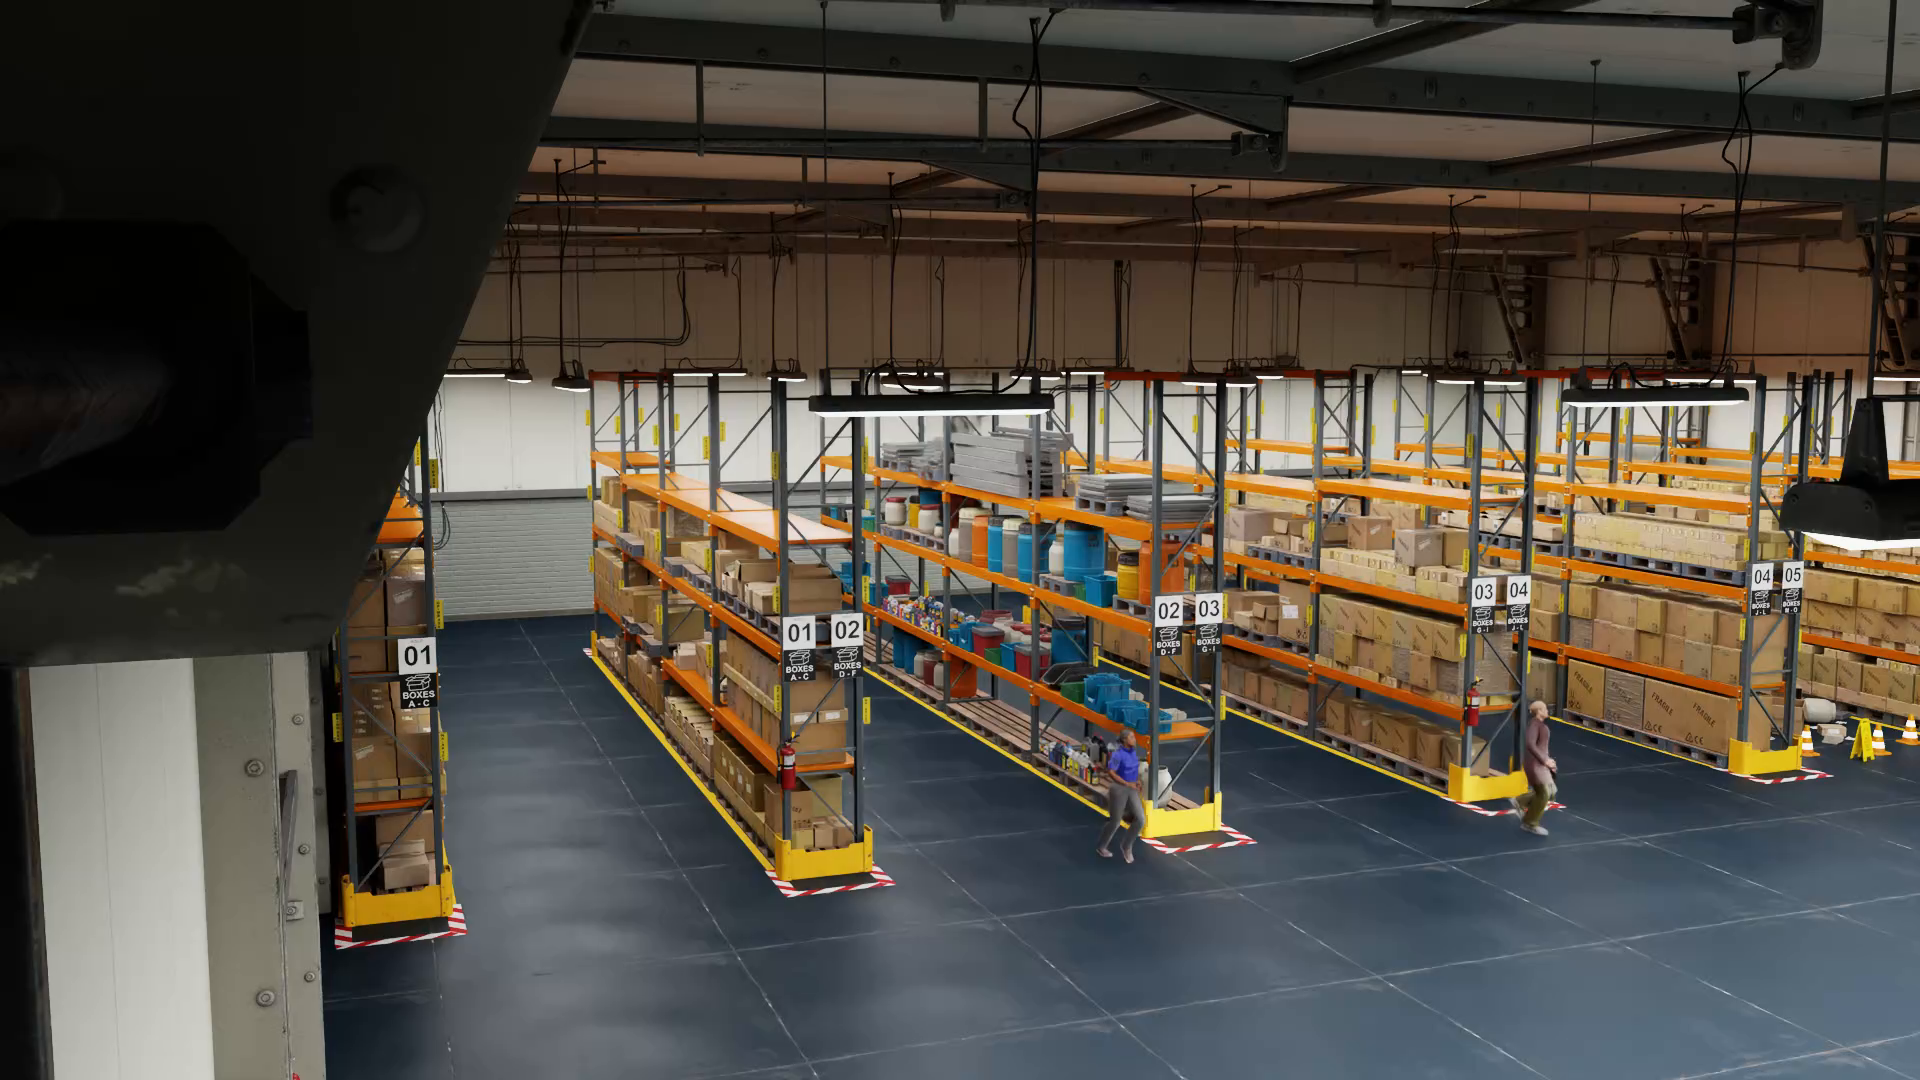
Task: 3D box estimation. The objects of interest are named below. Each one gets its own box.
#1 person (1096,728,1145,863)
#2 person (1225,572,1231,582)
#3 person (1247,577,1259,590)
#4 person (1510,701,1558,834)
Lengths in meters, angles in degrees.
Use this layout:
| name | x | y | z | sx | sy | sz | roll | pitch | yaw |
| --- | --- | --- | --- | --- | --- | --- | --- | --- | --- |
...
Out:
| name | x | y | z | sx | sy | sz | roll | pitch | yaw |
| --- | --- | --- | --- | --- | --- | --- | --- | --- | --- |
| person | 2.088 | 3.202 | 20.914 | 0.645 | 1.669 | 0.623 | -6 | 9 | -44 |
| person | 6.559 | 0.963 | 41.395 | 0.802 | 1.507 | 0.586 | -4 | 8 | -32 |
| person | 7.270 | 0.890 | 41.366 | 0.600 | 1.627 | 0.605 | 3 | 7 | 23 |
| person | 7.716 | 3.018 | 22.207 | 0.547 | 1.743 | 0.769 | 3 | 7 | 27 |
